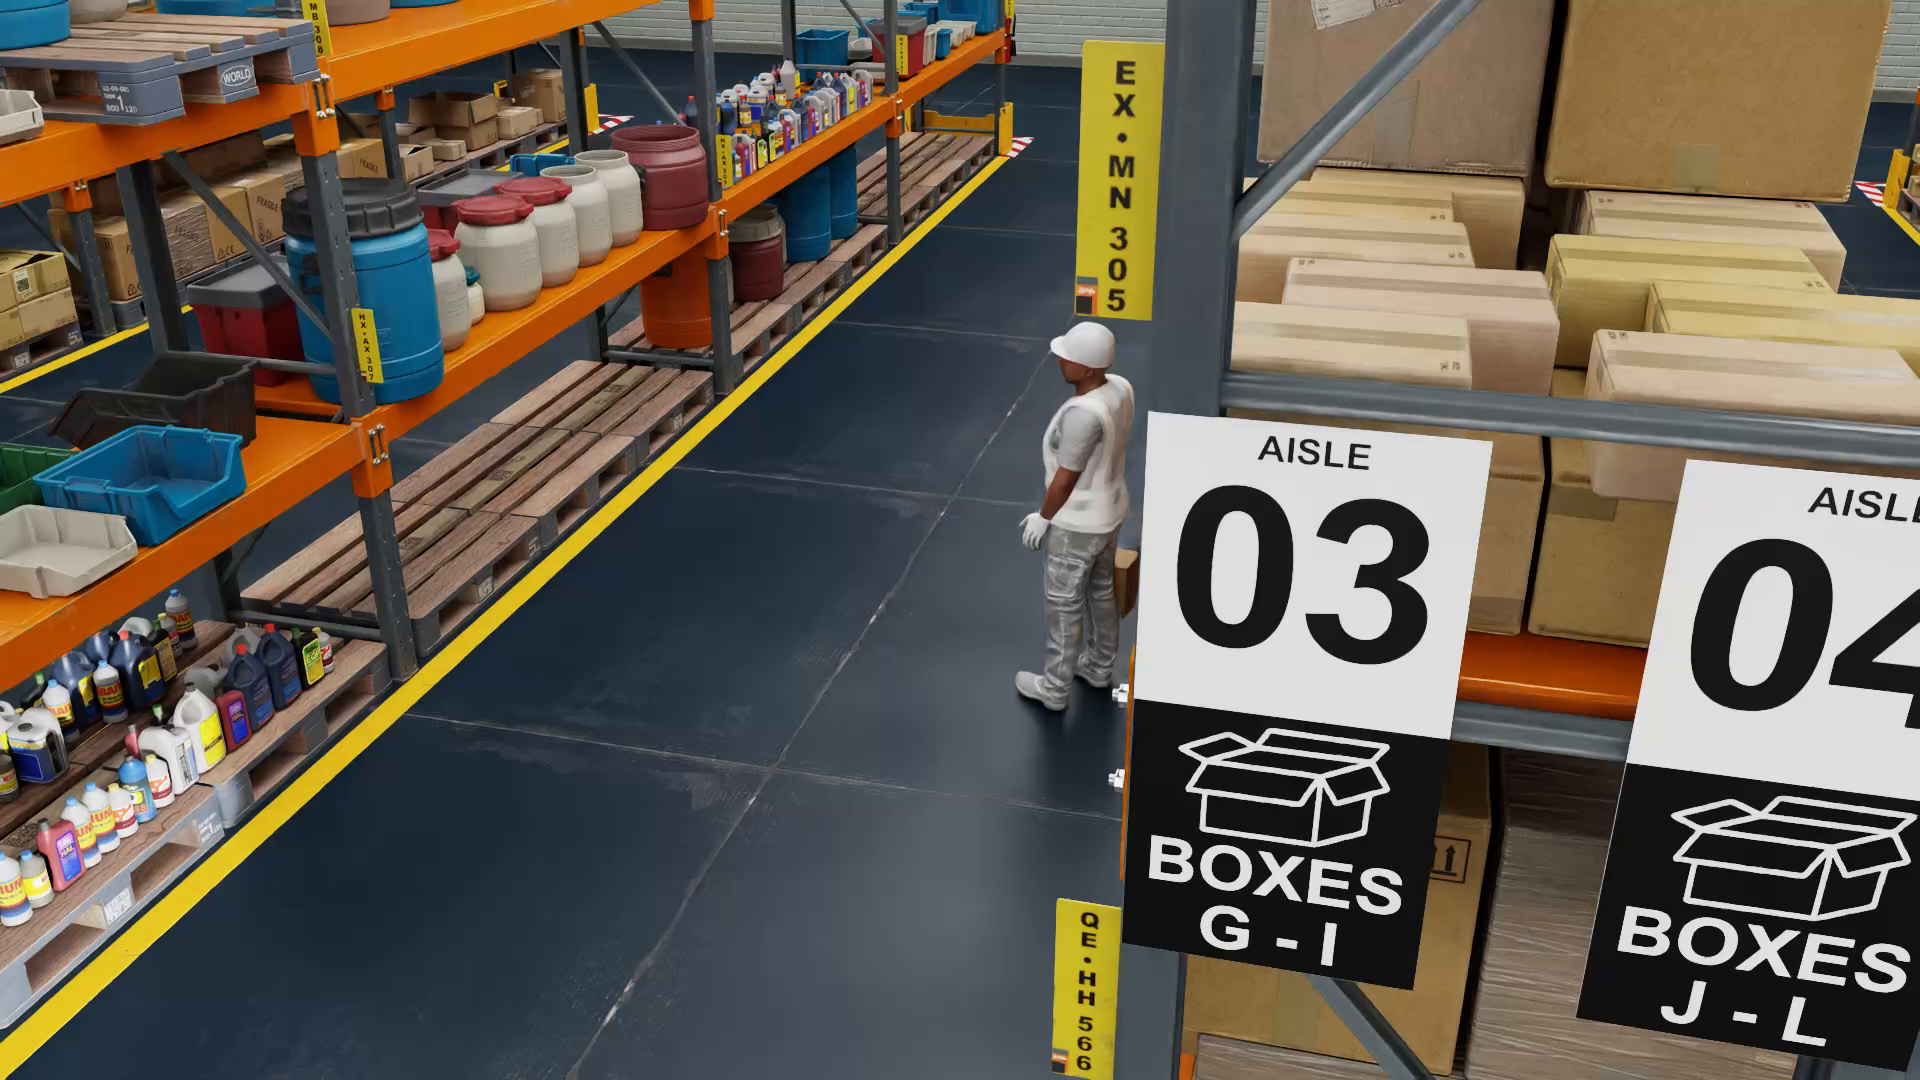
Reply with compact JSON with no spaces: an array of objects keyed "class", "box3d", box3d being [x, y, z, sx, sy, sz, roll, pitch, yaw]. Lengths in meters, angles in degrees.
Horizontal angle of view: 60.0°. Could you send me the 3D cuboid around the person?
[{"class":"person","box3d":[0.499,-0.113,7.264,0.480,1.793,0.577,11,27,23]}]
